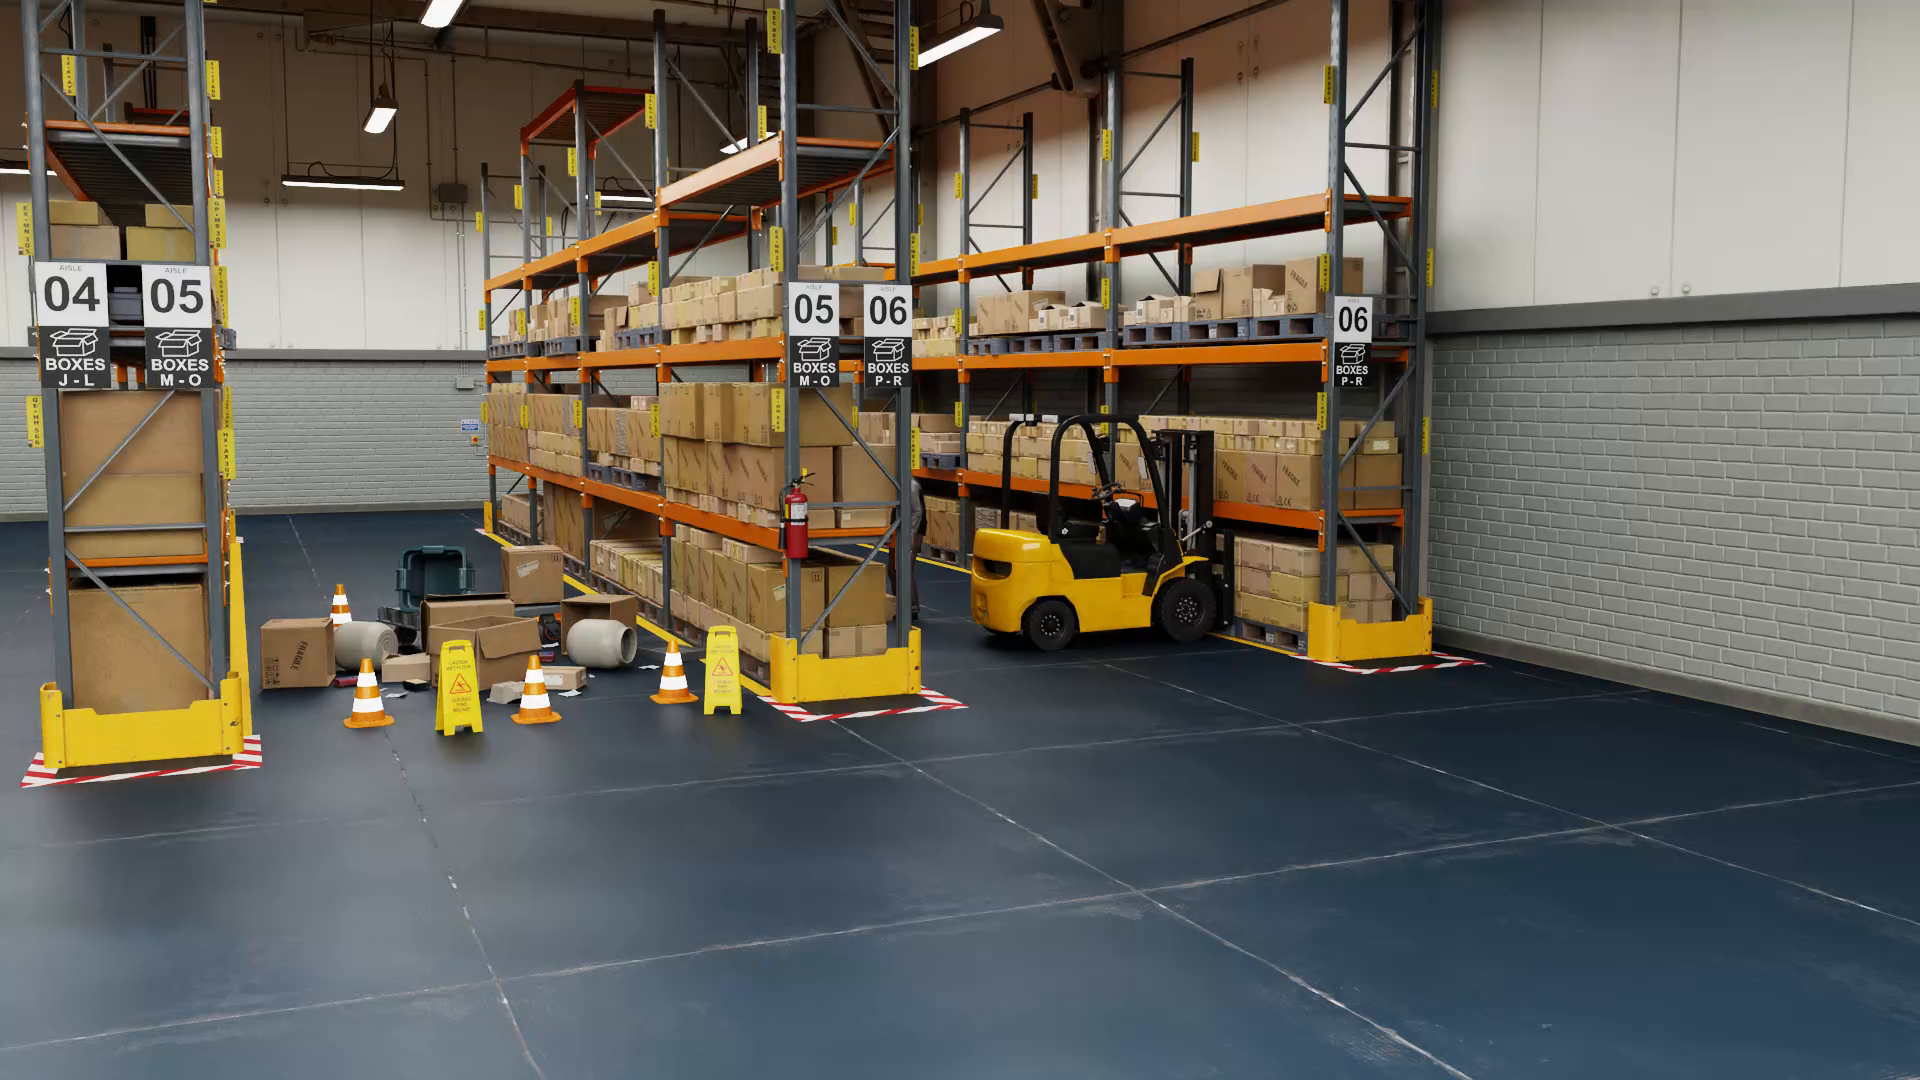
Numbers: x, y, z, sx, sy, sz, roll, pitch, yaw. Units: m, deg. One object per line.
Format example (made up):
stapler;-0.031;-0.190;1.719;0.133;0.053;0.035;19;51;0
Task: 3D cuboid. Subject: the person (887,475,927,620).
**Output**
person;-0.568;-0.041;17.316;0.417;1.720;0.579;-3;6;-25
